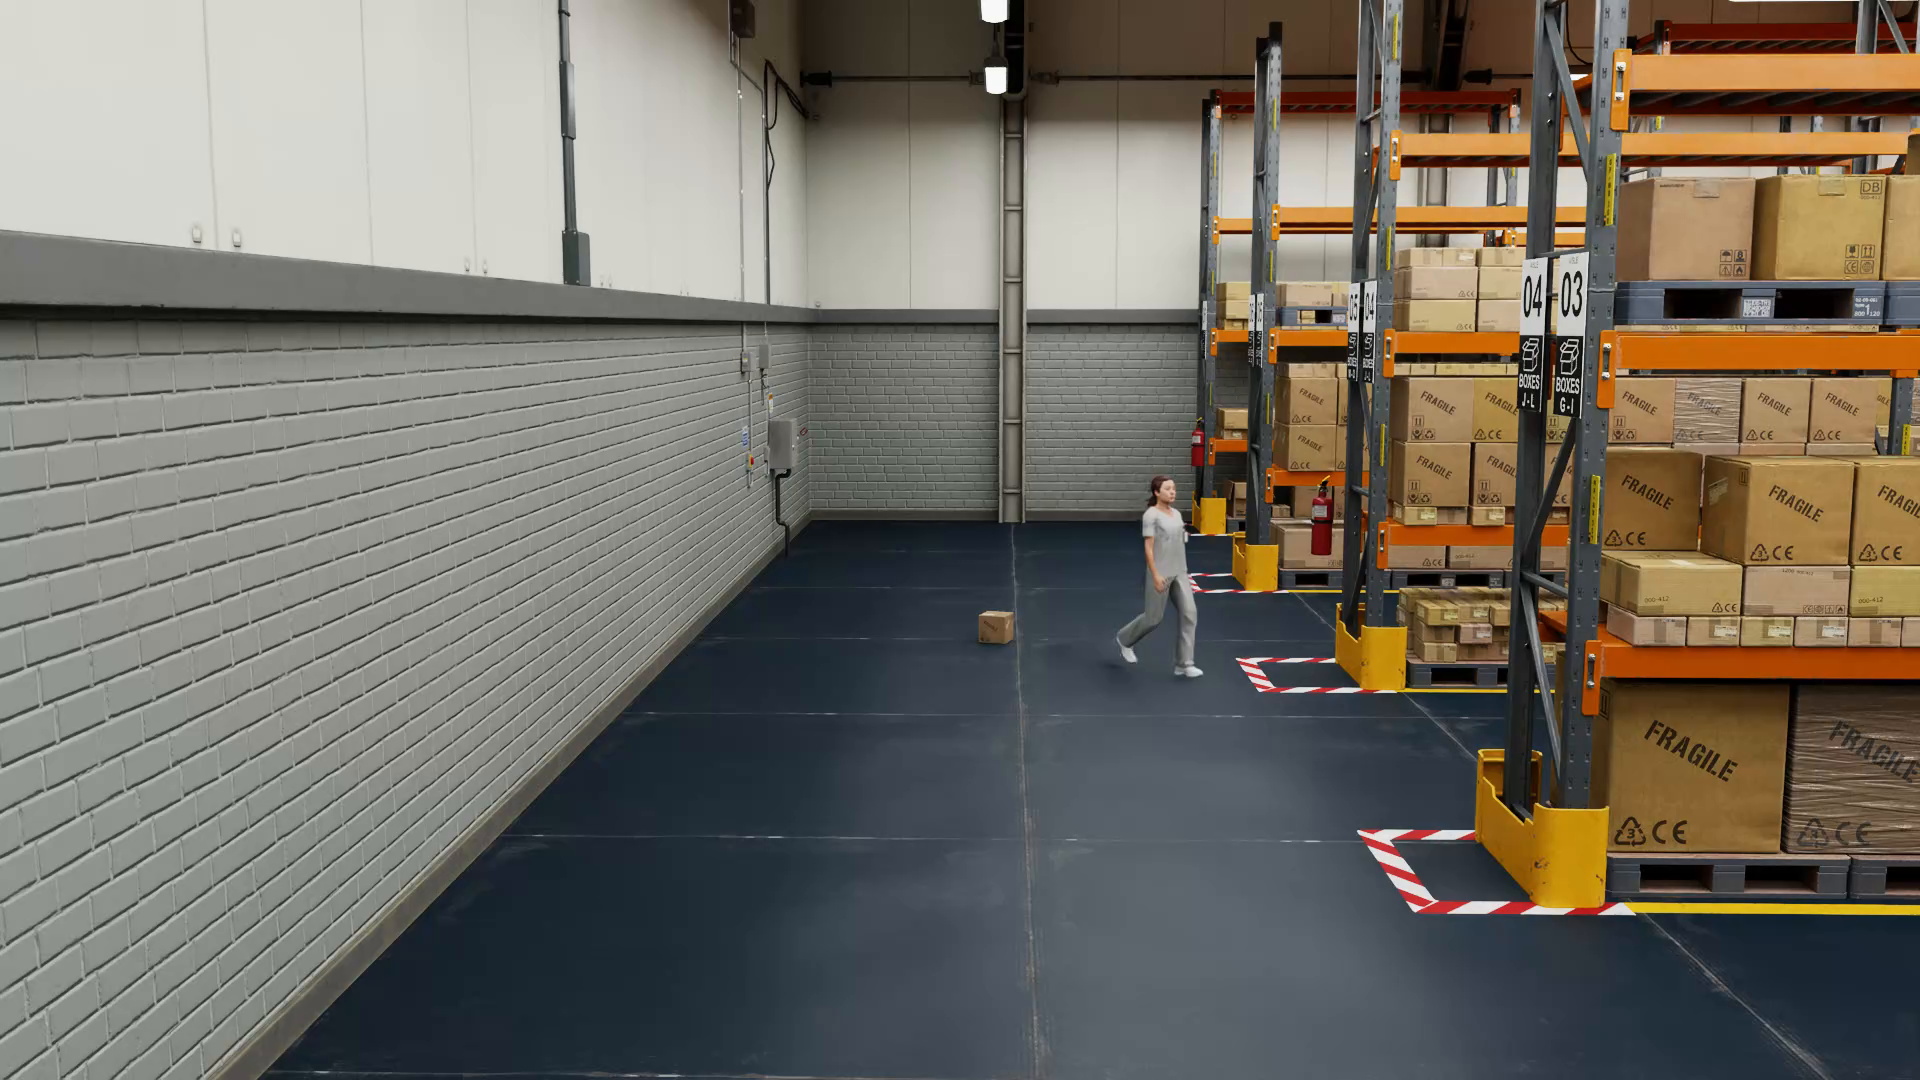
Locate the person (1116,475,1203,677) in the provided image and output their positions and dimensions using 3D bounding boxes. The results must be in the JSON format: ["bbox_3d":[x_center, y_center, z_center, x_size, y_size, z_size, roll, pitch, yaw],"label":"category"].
[{"bbox_3d":[1.651,0.274,13.626,0.446,1.628,0.906,-5,9,-34],"label":"person"}]
